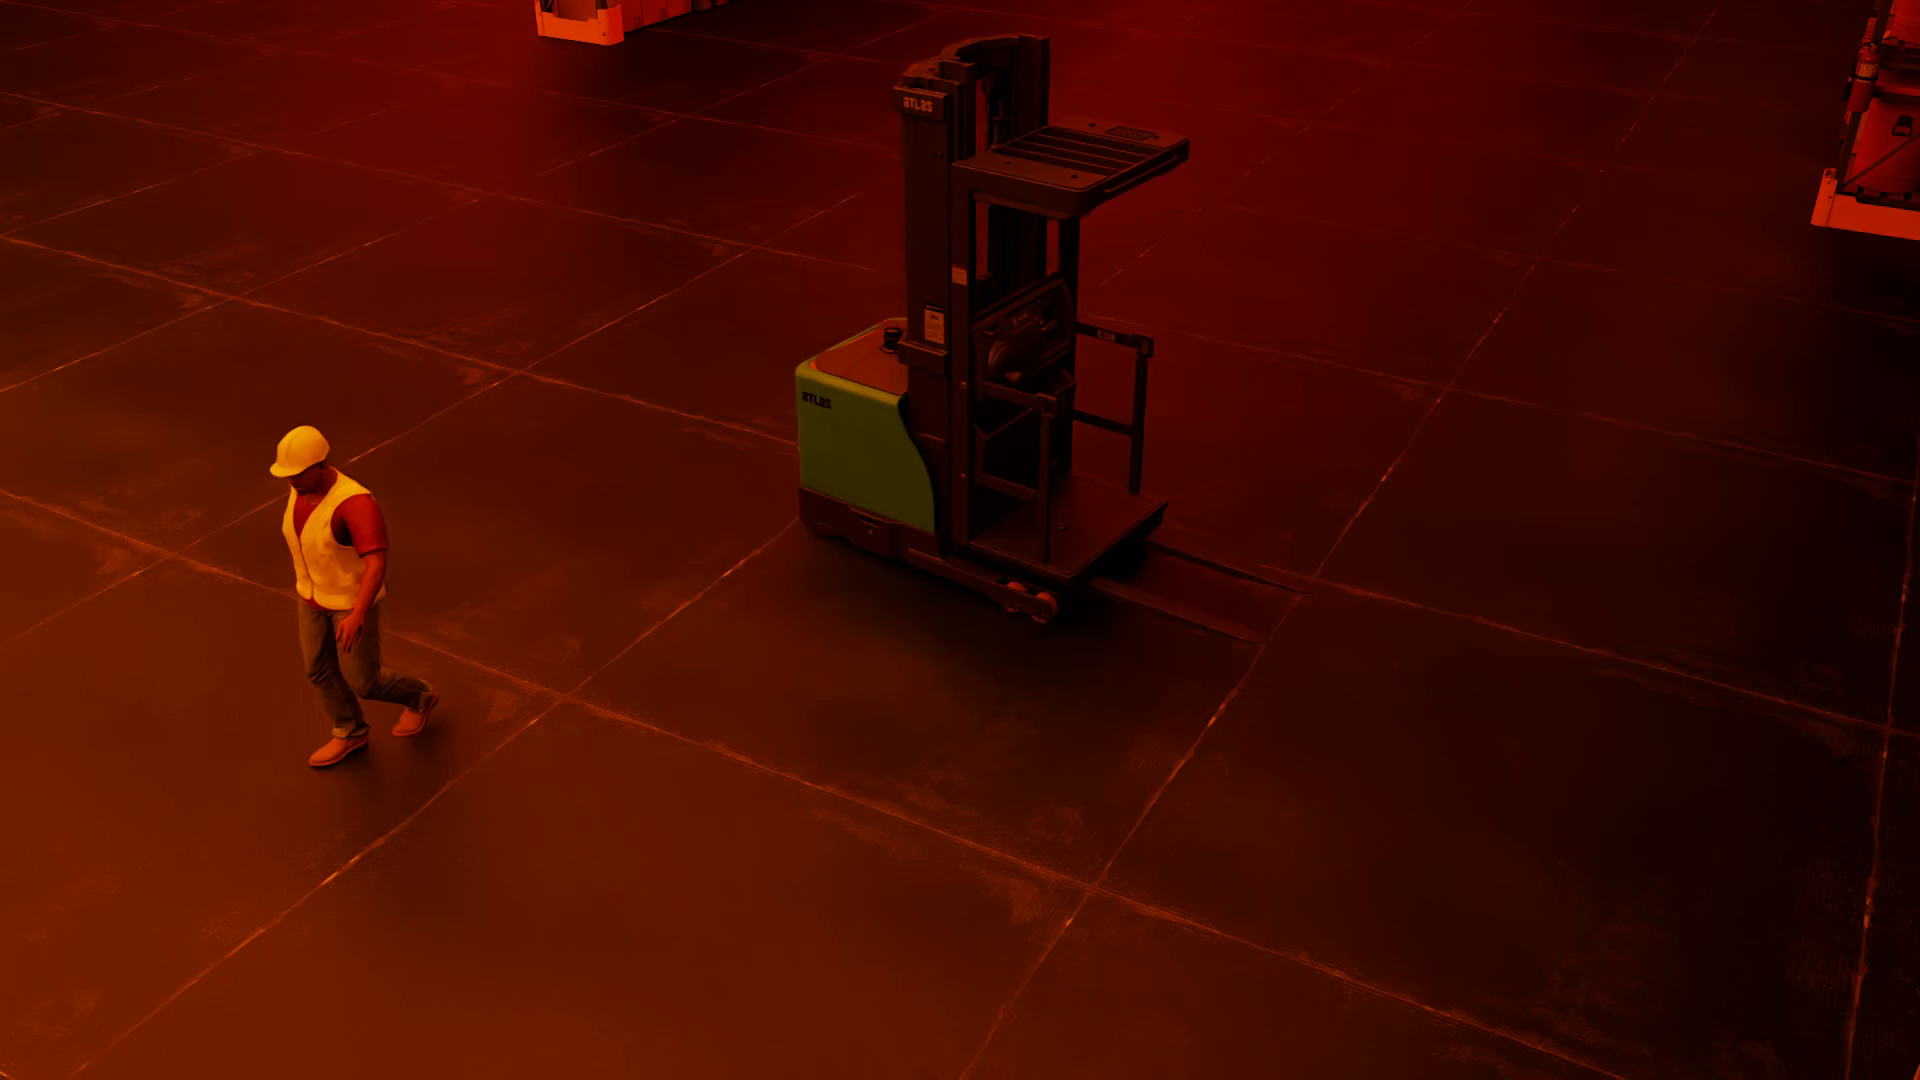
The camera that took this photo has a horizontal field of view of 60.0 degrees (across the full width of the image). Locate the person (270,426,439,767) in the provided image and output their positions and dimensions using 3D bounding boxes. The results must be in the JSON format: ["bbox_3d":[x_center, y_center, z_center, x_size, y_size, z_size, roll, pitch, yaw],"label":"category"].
[{"bbox_3d":[-2.907,0.257,7.809,0.867,1.747,0.638,17,34,27],"label":"person"}]

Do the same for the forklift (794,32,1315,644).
[{"bbox_3d":[0.520,-1.113,8.999,3.031,2.935,1.130,20,35,30],"label":"forklift"}]
